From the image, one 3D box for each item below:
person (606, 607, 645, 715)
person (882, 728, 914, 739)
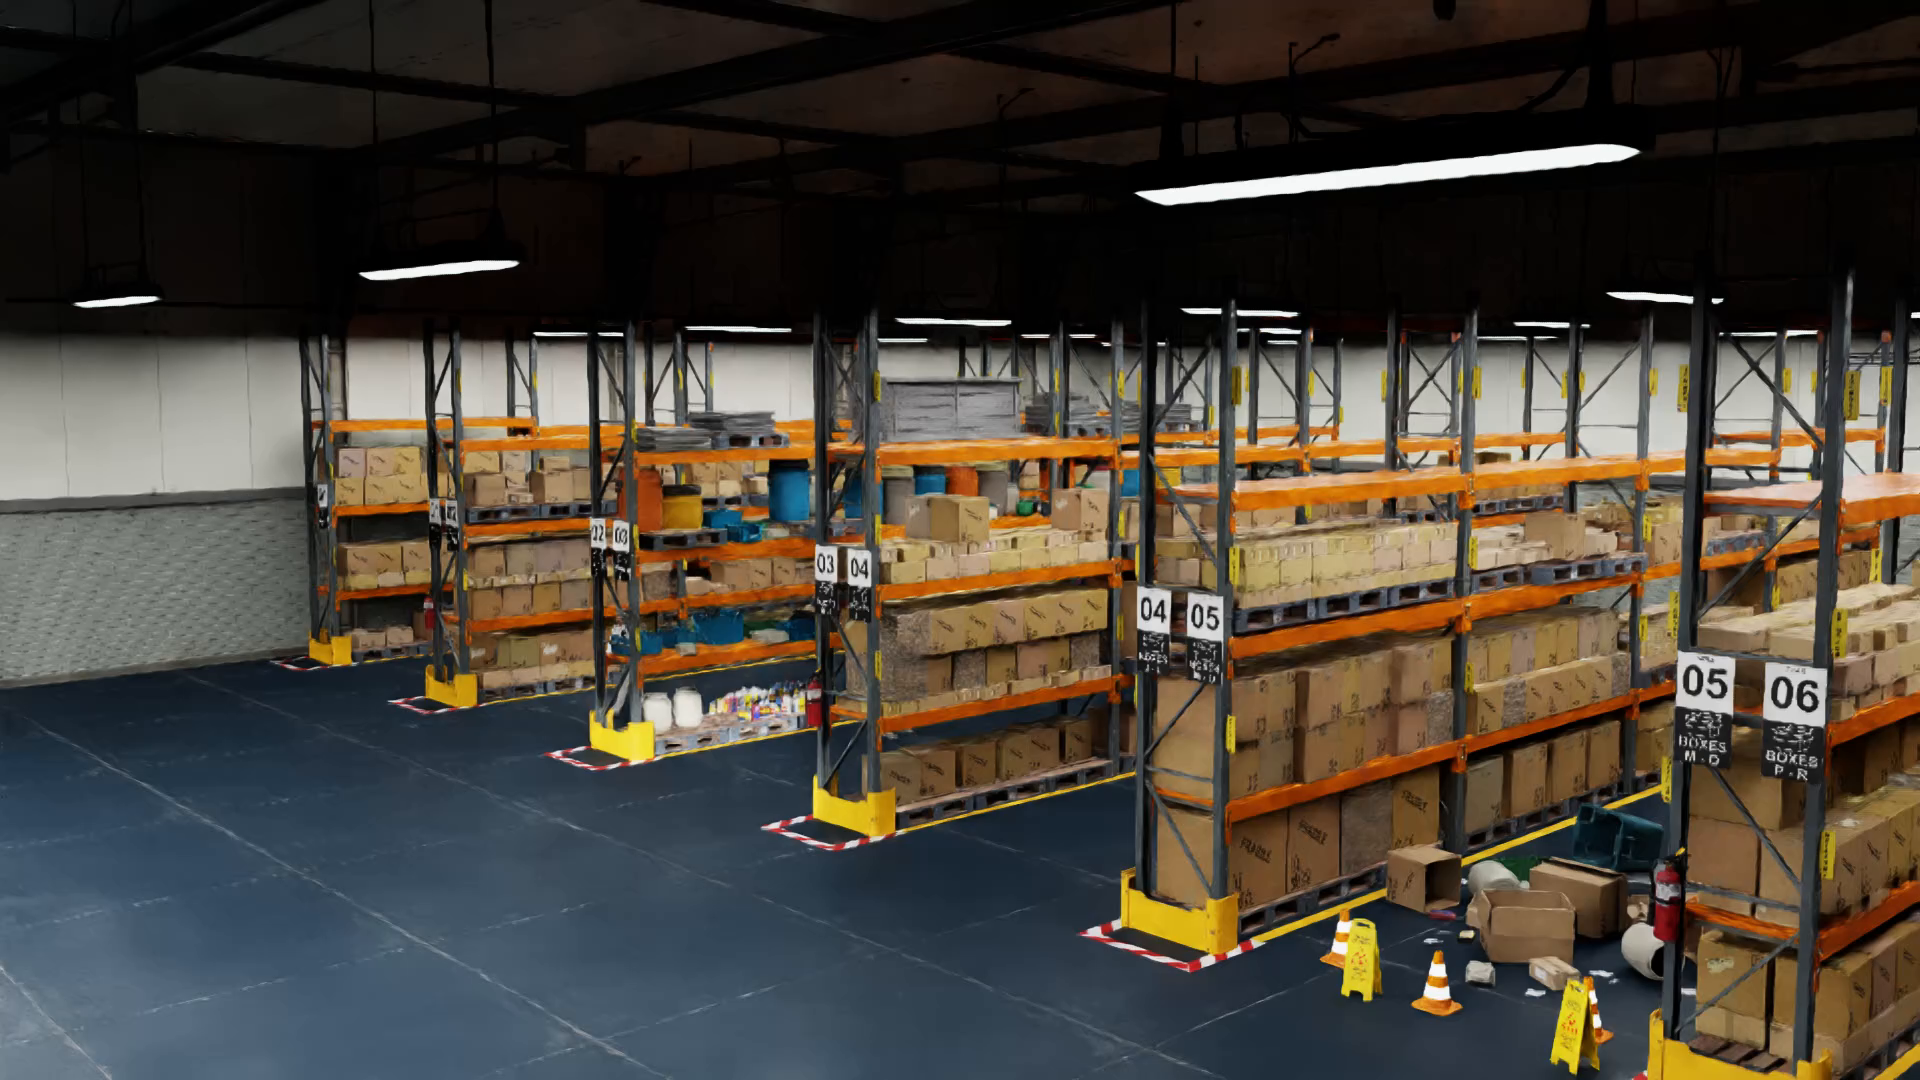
[{"bbox_3d":[-5.097,1.799,25.185,0.483,1.621,0.993,5,7,39],"label":"person"},{"bbox_3d":[-0.892,1.945,23.555,0.422,1.677,0.451,2,6,16],"label":"person"}]
